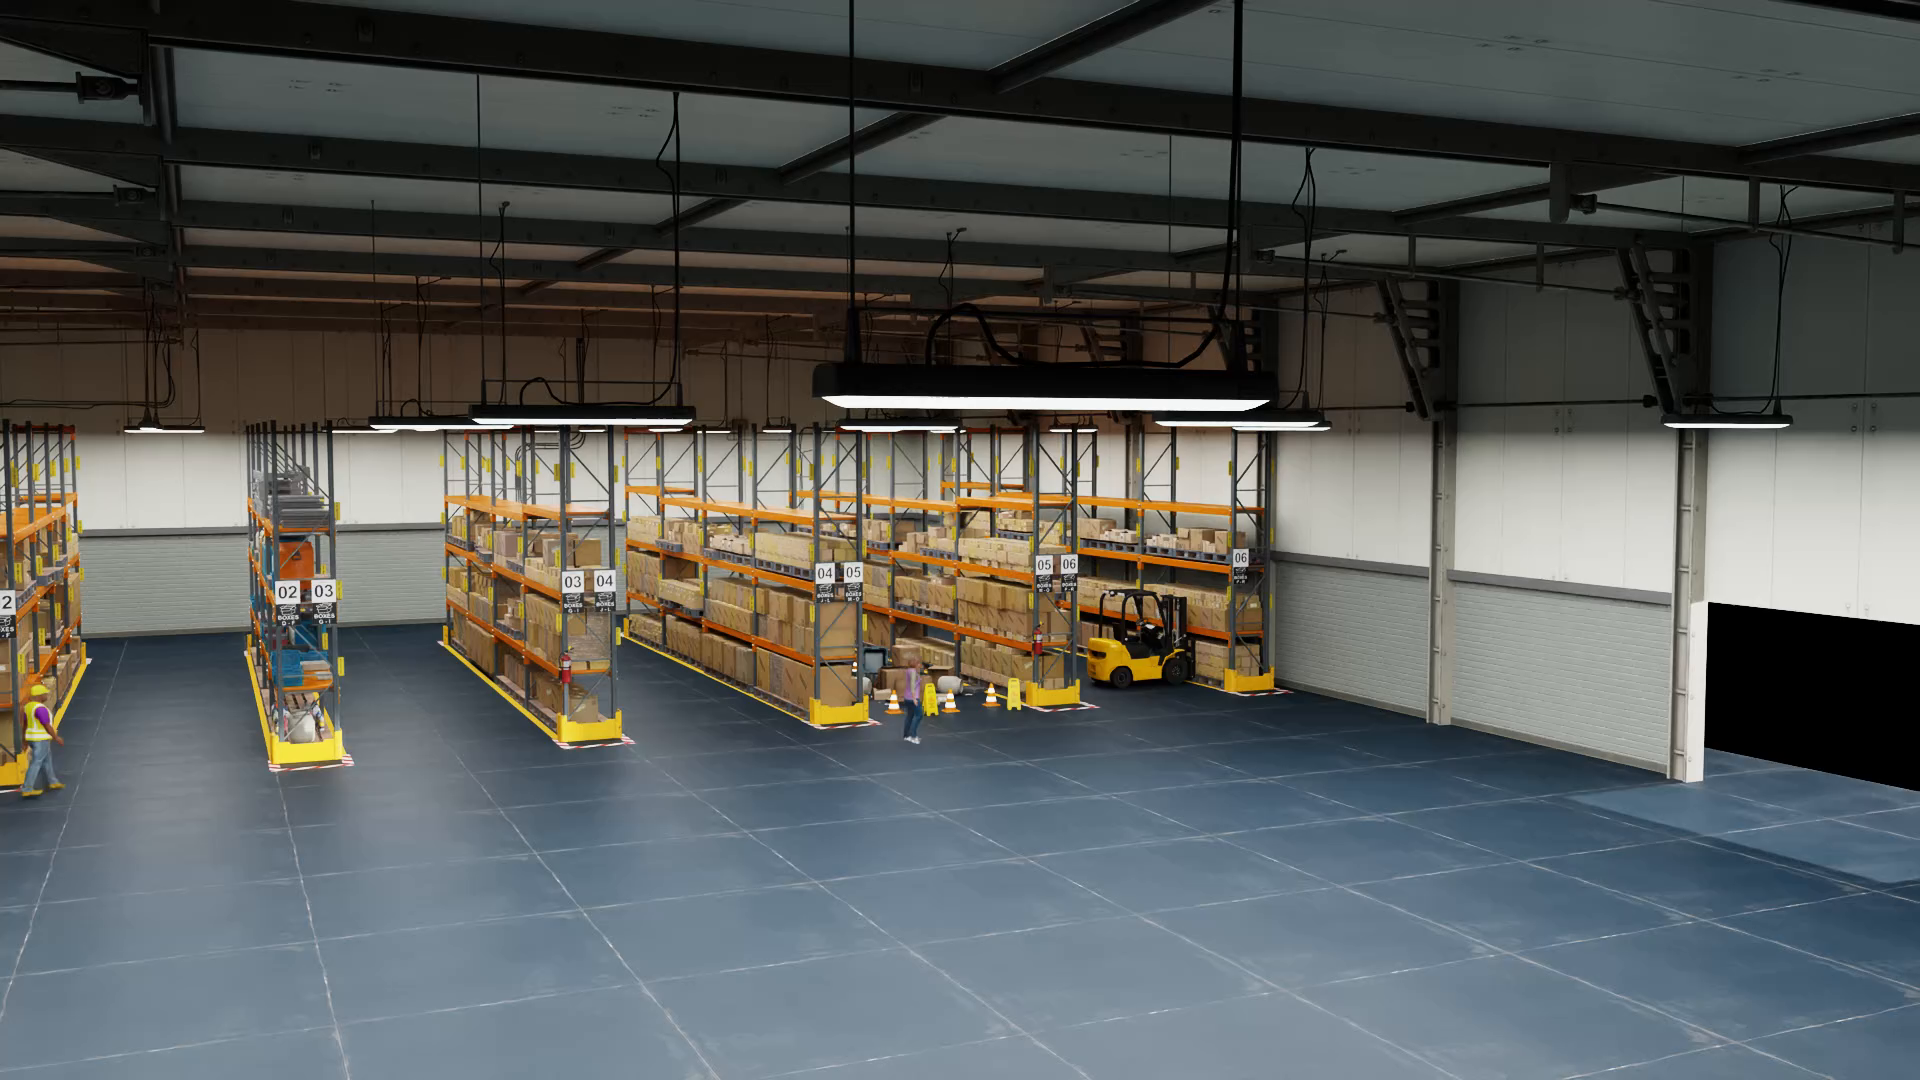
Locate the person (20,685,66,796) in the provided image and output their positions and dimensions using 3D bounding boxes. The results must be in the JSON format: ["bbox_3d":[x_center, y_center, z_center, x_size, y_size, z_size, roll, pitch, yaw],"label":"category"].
[{"bbox_3d":[-14.620,3.175,26.566,0.605,1.749,0.860,2,4,31],"label":"person"}]

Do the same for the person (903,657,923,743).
[{"bbox_3d":[-0.894,2.992,31.201,0.327,1.614,0.466,-1,4,-17],"label":"person"}]
